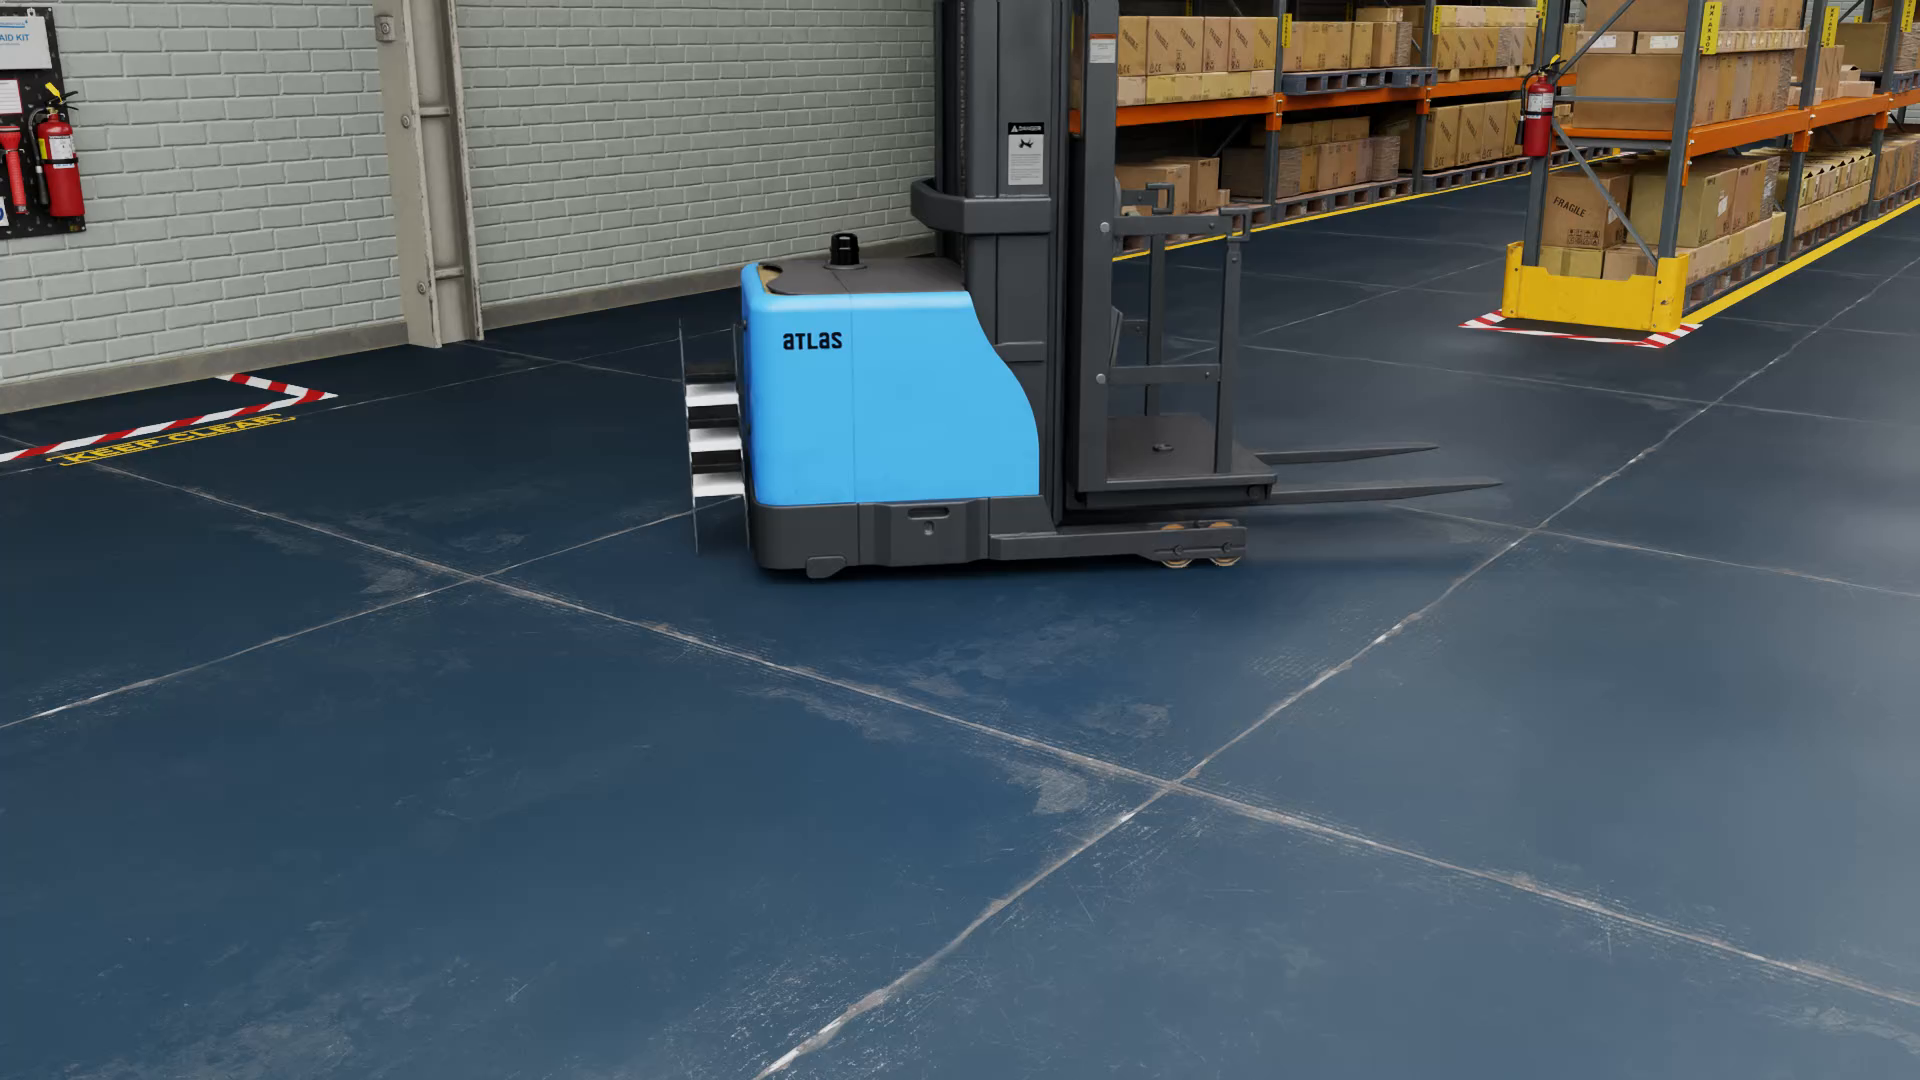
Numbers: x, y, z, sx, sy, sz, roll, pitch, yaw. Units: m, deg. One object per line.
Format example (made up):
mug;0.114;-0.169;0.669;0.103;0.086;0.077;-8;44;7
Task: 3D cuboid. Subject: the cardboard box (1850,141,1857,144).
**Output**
cardboard box;9.884;-4.289;18.970;0.500;0.500;0.500;12;21;33

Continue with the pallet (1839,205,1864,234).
pallet;8.685;-3.364;17.221;1.003;0.211;1.213;12;21;35

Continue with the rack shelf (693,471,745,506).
rack shelf;-0.961;-0.211;6.616;0.200;0.077;0.258;-4;18;-8

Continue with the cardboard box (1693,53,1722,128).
cardboard box;5.038;-3.262;12.022;0.700;0.500;0.500;13;22;36

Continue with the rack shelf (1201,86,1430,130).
rack shelf;4.035;-4.940;18.805;1.077;0.370;4.000;12;21;35

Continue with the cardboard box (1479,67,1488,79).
cardboard box;6.676;-6.115;21.768;0.380;0.149;0.250;13;22;36

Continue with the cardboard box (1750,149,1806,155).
cardboard box;8.353;-3.841;17.037;0.500;0.311;0.500;12;21;33

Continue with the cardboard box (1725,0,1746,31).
cardboard box;5.369;-4.015;12.258;0.700;0.500;0.500;13;21;35

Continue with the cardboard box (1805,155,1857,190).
cardboard box;8.485;-3.627;16.349;0.500;0.311;0.500;12;21;34

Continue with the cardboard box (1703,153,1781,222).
cardboard box;6.415;-2.912;13.726;0.500;0.500;0.500;12;21;35

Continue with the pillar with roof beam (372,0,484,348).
pillar with roof beam;0.064;-4.849;7.185;9.100;9.000;0.400;12;21;35

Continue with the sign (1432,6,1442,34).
sign;5.668;-6.181;19.771;0.100;0.325;0.005;12;21;35

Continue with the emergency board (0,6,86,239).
emergency board;-4.896;-2.163;8.650;0.194;1.169;0.643;12;21;35

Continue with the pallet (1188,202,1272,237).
pallet;2.471;-3.309;17.043;1.003;0.211;1.213;12;21;35

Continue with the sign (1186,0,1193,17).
sign;2.395;-5.457;17.306;0.100;0.325;0.005;12;21;35

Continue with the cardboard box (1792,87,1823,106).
cardboard box;7.516;-3.987;14.949;0.380;0.149;0.250;12;21;35

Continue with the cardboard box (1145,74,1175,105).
cardboard box;1.612;-4.099;15.103;0.500;0.250;0.500;12;21;34

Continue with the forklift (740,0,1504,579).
forklift;0.659;-1.443;6.449;3.031;2.935;1.130;-3;17;-9

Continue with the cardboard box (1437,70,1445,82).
cardboard box;5.766;-5.745;20.576;0.380;0.149;0.250;13;21;35

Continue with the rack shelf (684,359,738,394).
rack shelf;-0.972;-0.640;6.480;0.200;0.077;0.258;-4;18;-8

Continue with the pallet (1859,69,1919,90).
pallet;10.362;-5.257;18.939;1.003;0.211;1.213;12;21;35

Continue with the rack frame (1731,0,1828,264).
rack frame;6.824;-3.932;14.349;1.000;3.000;0.127;12;21;35

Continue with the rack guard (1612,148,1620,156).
rack guard;10.007;-6.477;26.757;1.175;0.500;0.348;12;21;35

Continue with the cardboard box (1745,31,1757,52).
cardboard box;5.763;-3.758;12.527;0.380;0.149;0.250;13;21;35

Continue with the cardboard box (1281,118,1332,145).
cardboard box;3.835;-4.590;18.674;0.500;0.250;0.500;12;21;33

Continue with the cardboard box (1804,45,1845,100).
cardboard box;8.220;-4.530;16.106;0.500;0.500;0.500;11;20;32

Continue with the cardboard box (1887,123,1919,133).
cardboard box;12.705;-5.304;22.233;0.797;0.503;0.637;12;21;35

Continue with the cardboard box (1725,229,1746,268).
cardboard box;5.833;-2.312;13.061;0.500;0.250;0.500;12;21;35

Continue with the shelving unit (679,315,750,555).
shelving unit;-0.966;-0.414;6.552;0.210;0.900;0.258;-4;18;-8

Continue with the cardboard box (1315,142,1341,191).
cardboard box;3.872;-4.248;18.837;0.700;0.500;0.500;13;21;35

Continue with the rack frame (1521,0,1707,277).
rack frame;4.440;-2.980;11.281;1.000;3.000;0.127;12;21;35

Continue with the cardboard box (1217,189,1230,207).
cardboard box;2.548;-3.531;17.092;0.380;0.166;0.250;9;20;28

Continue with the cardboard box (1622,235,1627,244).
cardboard box;4.811;-2.168;12.596;0.500;0.250;0.500;12;21;35

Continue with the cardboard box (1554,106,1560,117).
cardboard box;8.488;-6.238;24.187;0.380;0.149;0.250;13;22;37

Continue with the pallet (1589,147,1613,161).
pallet;9.579;-6.129;26.124;1.003;0.211;1.213;12;21;35

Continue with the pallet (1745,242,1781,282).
pallet;6.316;-2.419;14.176;1.003;0.211;1.213;12;21;35

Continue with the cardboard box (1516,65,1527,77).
cardboard box;7.504;-6.407;22.707;0.380;0.149;0.250;13;21;36

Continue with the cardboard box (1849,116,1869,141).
cardboard box;10.212;-4.782;19.294;0.500;0.250;0.500;12;21;34

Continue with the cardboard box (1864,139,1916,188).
cardboard box;10.625;-4.329;19.098;0.500;0.500;0.500;12;21;33

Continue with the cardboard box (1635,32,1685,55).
cardboard box;4.847;-3.393;11.348;0.380;0.149;0.250;12;21;34

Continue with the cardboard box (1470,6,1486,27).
cardboard box;6.318;-6.627;21.059;0.500;0.250;0.500;13;21;35

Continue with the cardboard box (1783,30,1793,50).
cardboard box;6.531;-4.066;13.516;0.380;0.149;0.250;12;21;33

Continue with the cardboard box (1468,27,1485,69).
cardboard box;6.337;-6.270;21.174;0.500;0.500;0.500;12;21;34

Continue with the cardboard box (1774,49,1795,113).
cardboard box;6.564;-3.873;13.990;0.700;0.500;0.500;12;21;33

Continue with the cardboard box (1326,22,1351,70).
cardboard box;3.880;-5.474;18.403;0.700;0.500;0.500;16;24;42

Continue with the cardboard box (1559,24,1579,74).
cardboard box;8.385;-7.155;24.219;0.980;0.700;0.700;12;21;33

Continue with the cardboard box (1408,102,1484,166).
cardboard box;6.297;-5.293;21.647;0.750;0.750;0.750;12;21;34

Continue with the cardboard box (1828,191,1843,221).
cardboard box;8.179;-3.238;16.042;0.500;0.250;0.500;13;21;36

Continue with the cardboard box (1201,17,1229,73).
cardboard box;2.208;-4.698;15.768;0.500;0.500;0.500;12;21;33

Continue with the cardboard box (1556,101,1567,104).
cardboard box;9.119;-6.682;25.616;0.380;0.149;0.250;13;21;35

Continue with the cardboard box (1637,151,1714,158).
cardboard box;6.004;-3.002;14.018;0.500;0.500;0.500;12;21;35
